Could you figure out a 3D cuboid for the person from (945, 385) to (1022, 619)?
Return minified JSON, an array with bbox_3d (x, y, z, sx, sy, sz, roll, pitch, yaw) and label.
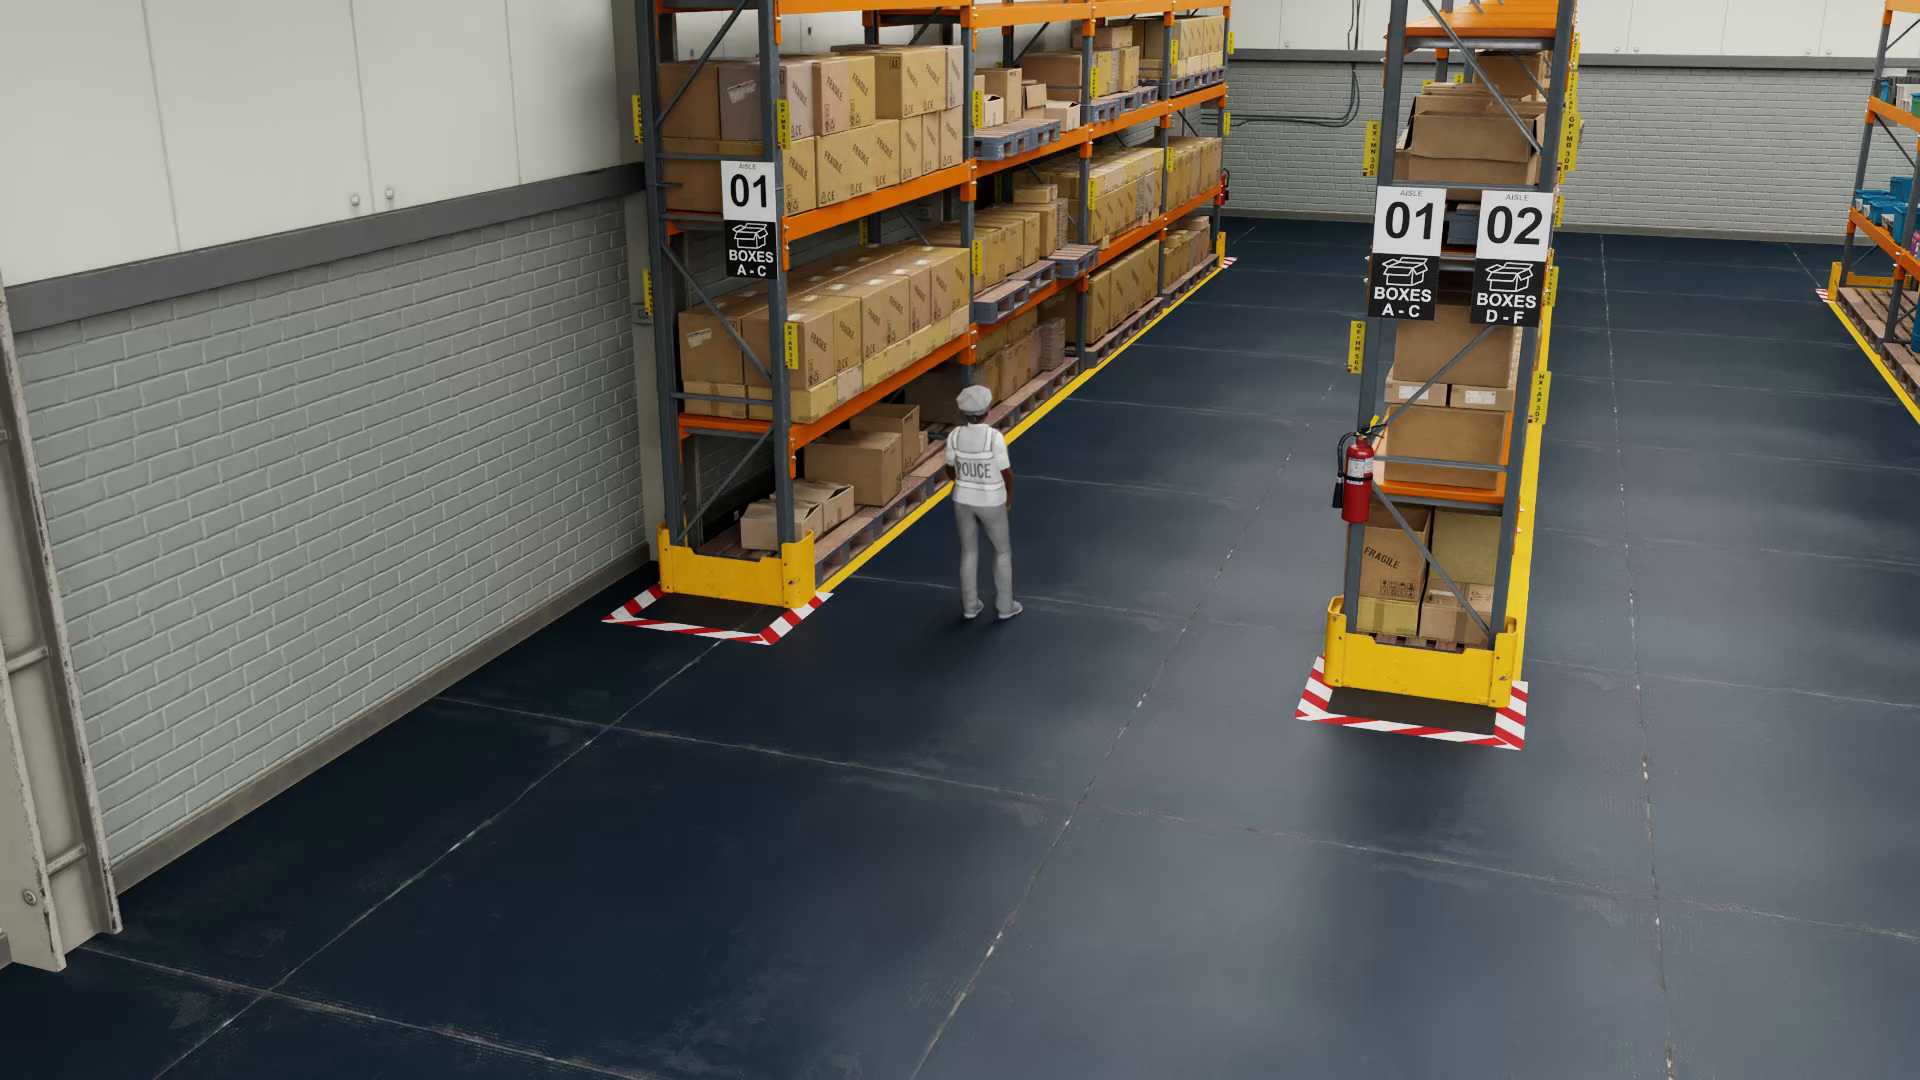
[{"bbox_3d":[0.162,-0.272,11.814,0.535,1.698,0.435,6,20,18],"label":"person"}]
